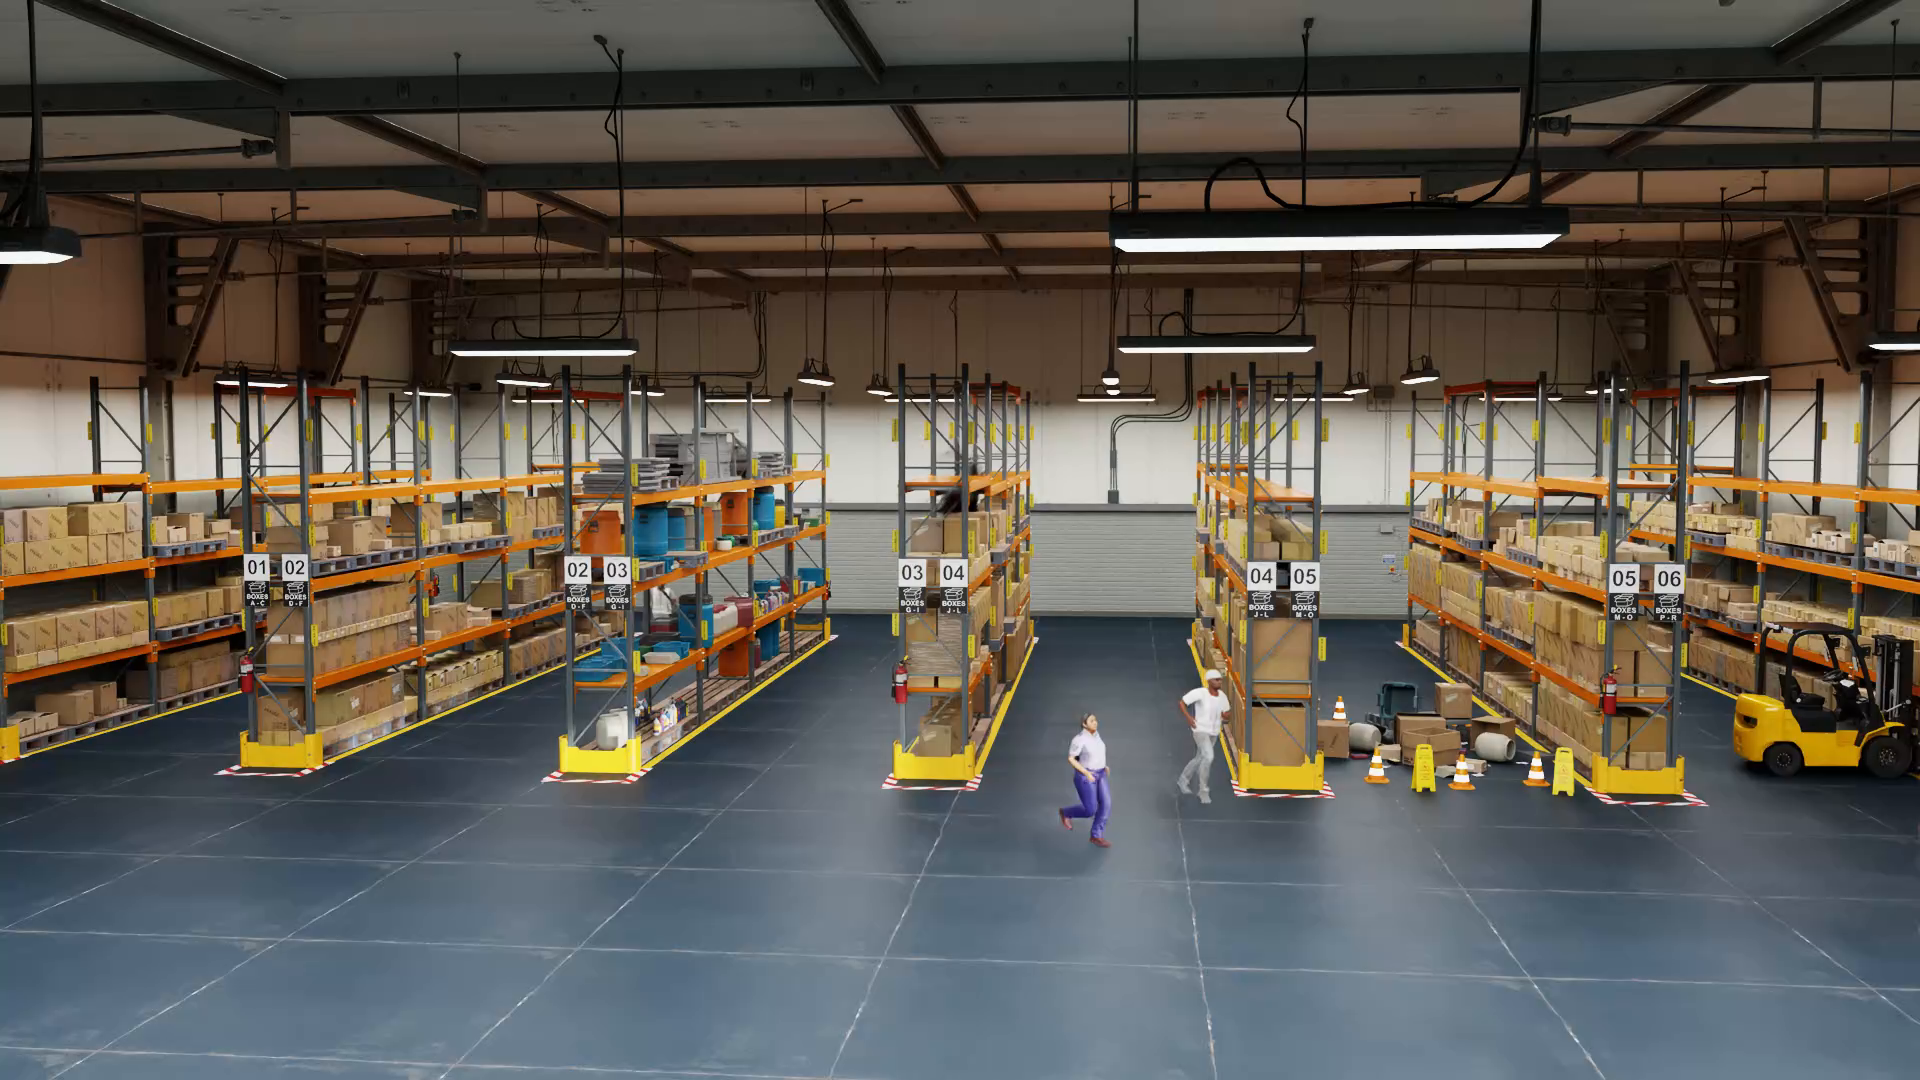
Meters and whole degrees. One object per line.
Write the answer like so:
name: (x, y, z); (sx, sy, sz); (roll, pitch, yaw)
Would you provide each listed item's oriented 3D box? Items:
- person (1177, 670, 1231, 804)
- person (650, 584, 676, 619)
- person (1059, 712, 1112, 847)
person: (3.387, 2.675, 22.876); (0.697, 1.815, 0.751); (-3, 5, -37)
person: (-6.869, 1.685, 38.202); (0.684, 1.734, 0.650); (0, 4, -6)
person: (1.563, 2.916, 20.341); (0.694, 1.608, 0.616); (3, 5, 43)
